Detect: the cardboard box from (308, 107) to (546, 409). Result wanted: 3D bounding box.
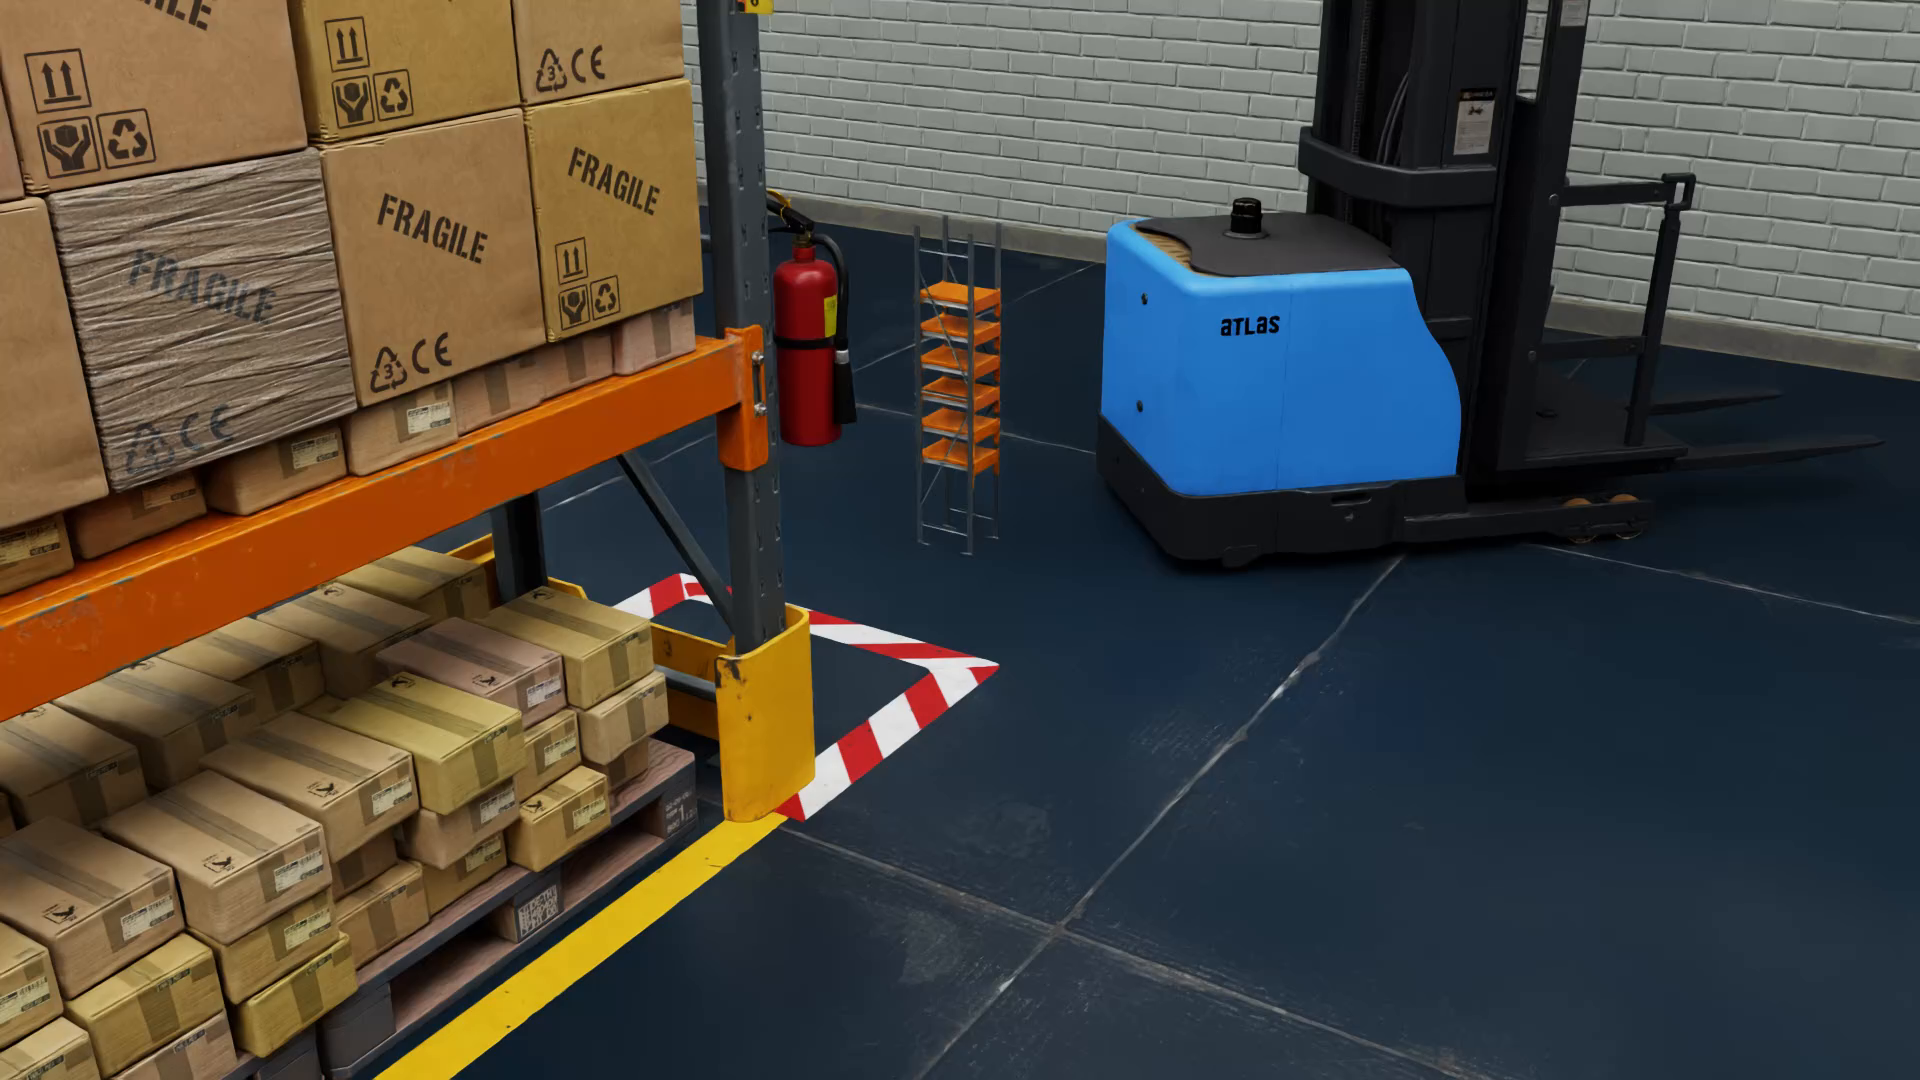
[{"bbox_3d":[-1.226,-0.613,3.391,0.500,0.500,0.500,13,27,28],"label":"cardboard box"}]

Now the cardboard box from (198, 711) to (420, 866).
[{"bbox_3d":[-1.395,0.526,3.570,0.380,0.149,0.250,13,26,27],"label":"cardboard box"}]

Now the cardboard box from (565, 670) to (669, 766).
[{"bbox_3d":[-0.967,0.408,4.218,0.380,0.149,0.250,13,27,28],"label":"cardboard box"}]

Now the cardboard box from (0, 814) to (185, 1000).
[{"bbox_3d":[-1.723,0.694,3.182,0.380,0.149,0.250,13,27,27],"label":"cardboard box"}]

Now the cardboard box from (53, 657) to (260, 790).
[{"bbox_3d":[-1.842,0.416,3.823,0.380,0.149,0.250,12,26,26],"label":"cardboard box"}]

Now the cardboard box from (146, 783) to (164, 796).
[{"bbox_3d":[-1.899,0.538,3.916,0.380,0.149,0.250,15,27,31],"label":"cardboard box"}]

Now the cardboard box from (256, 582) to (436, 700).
[{"bbox_3d":[-1.539,0.257,4.191,0.380,0.149,0.250,14,27,30],"label":"cardboard box"}]

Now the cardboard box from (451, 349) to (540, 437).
[{"bbox_3d":[-1.145,-0.361,3.624,0.380,0.149,0.250,14,27,28],"label":"cardboard box"}]

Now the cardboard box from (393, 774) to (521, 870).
[{"bbox_3d":[-1.240,0.584,3.812,0.380,0.149,0.250,13,26,27],"label":"cardboard box"}]

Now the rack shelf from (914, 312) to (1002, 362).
[{"bbox_3d":[-0.008,-0.725,5.923,0.258,0.103,0.180,14,27,29],"label":"rack shelf"}]

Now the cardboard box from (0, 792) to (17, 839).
[{"bbox_3d":[-2.173,0.587,3.429,0.380,0.149,0.250,14,27,30],"label":"cardboard box"}]

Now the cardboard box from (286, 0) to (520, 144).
[{"bbox_3d":[-1.228,-1.073,3.194,0.500,0.500,0.500,13,27,27],"label":"cardboard box"}]

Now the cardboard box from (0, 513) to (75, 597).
[{"bbox_3d":[-1.743,-0.015,2.826,0.380,0.149,0.250,14,27,30],"label":"cardboard box"}]

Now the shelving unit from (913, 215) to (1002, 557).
[{"bbox_3d":[-0.008,-0.546,6.000,0.258,1.200,0.189,14,27,29],"label":"shelving unit"}]

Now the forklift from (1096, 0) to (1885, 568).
[{"bbox_3d":[2.122,-1.532,6.099,3.031,2.935,1.130,-5,24,-11],"label":"forklift"}]

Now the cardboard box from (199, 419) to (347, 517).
[{"bbox_3d":[-1.424,-0.187,3.223,0.380,0.149,0.250,13,26,27],"label":"cardboard box"}]

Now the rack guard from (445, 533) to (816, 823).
[{"bbox_3d":[-0.971,0.364,4.781,1.175,0.500,0.348,14,27,29],"label":"rack guard"}]

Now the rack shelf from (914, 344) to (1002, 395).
[{"bbox_3d":[-0.008,-0.615,5.970,0.258,0.103,0.180,14,27,29],"label":"rack shelf"}]

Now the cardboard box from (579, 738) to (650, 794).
[{"bbox_3d":[-1.032,0.528,4.315,0.380,0.149,0.250,14,27,30],"label":"cardboard box"}]

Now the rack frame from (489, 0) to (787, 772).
[{"bbox_3d":[-0.931,-0.809,4.344,1.000,3.000,0.127,14,27,29],"label":"rack frame"}]

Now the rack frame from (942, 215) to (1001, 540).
[{"bbox_3d":[0.041,-0.577,6.072,0.240,1.200,0.006,14,27,29],"label":"rack frame"}]

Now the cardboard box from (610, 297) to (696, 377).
[{"bbox_3d":[-0.863,-0.525,4.003,0.380,0.149,0.250,14,27,29],"label":"cardboard box"}]

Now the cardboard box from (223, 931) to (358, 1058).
[{"bbox_3d":[-1.494,0.892,3.473,0.380,0.149,0.250,13,26,27],"label":"cardboard box"}]

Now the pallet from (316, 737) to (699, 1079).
[{"bbox_3d":[-1.430,0.763,4.222,1.003,0.211,1.213,14,27,29],"label":"pallet"}]

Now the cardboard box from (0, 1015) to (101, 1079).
[{"bbox_3d":[-1.775,0.942,2.983,0.380,0.149,0.250,14,27,29],"label":"cardboard box"}]

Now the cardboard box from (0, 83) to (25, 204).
[{"bbox_3d":[-1.771,-0.716,2.370,0.500,0.500,0.500,13,27,27],"label":"cardboard box"}]

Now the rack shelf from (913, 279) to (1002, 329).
[{"bbox_3d":[-0.008,-0.835,5.875,0.258,0.103,0.180,14,27,29],"label":"rack shelf"}]

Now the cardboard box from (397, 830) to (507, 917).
[{"bbox_3d":[-1.294,0.707,3.901,0.380,0.149,0.250,14,27,29],"label":"cardboard box"}]

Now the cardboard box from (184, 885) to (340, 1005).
[{"bbox_3d":[-1.502,0.761,3.402,0.380,0.149,0.250,14,27,30],"label":"cardboard box"}]

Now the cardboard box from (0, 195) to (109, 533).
[{"bbox_3d":[-1.757,-0.274,2.607,0.500,0.500,0.500,15,28,32],"label":"cardboard box"}]

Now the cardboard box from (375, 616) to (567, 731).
[{"bbox_3d":[-1.176,0.338,4.005,0.380,0.149,0.250,14,27,30],"label":"cardboard box"}]

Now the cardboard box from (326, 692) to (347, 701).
[{"bbox_3d":[-1.618,0.373,4.297,0.380,0.149,0.250,14,27,29],"label":"cardboard box"}]
